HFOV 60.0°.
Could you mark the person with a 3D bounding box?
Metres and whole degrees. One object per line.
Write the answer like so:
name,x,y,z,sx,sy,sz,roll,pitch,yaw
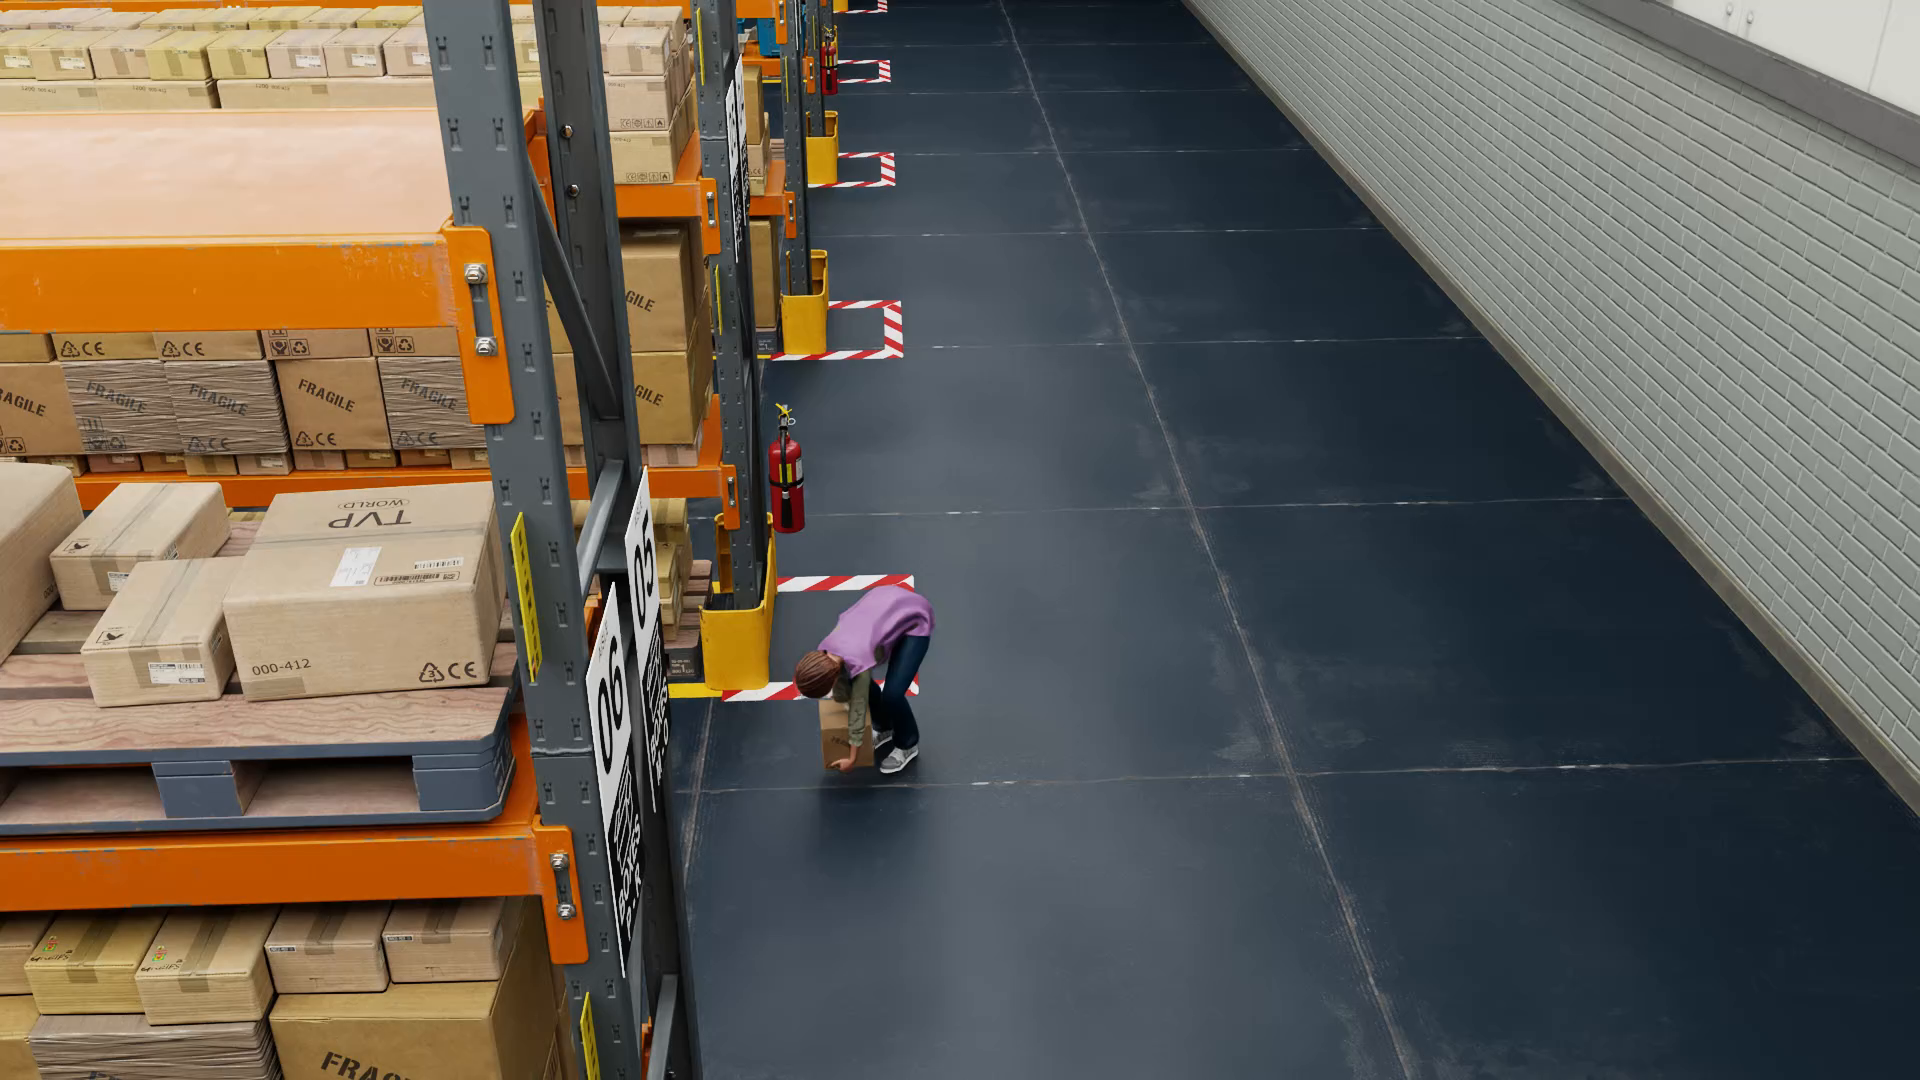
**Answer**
person,-0.474,0.741,8.263,0.405,0.950,0.864,22,35,35
